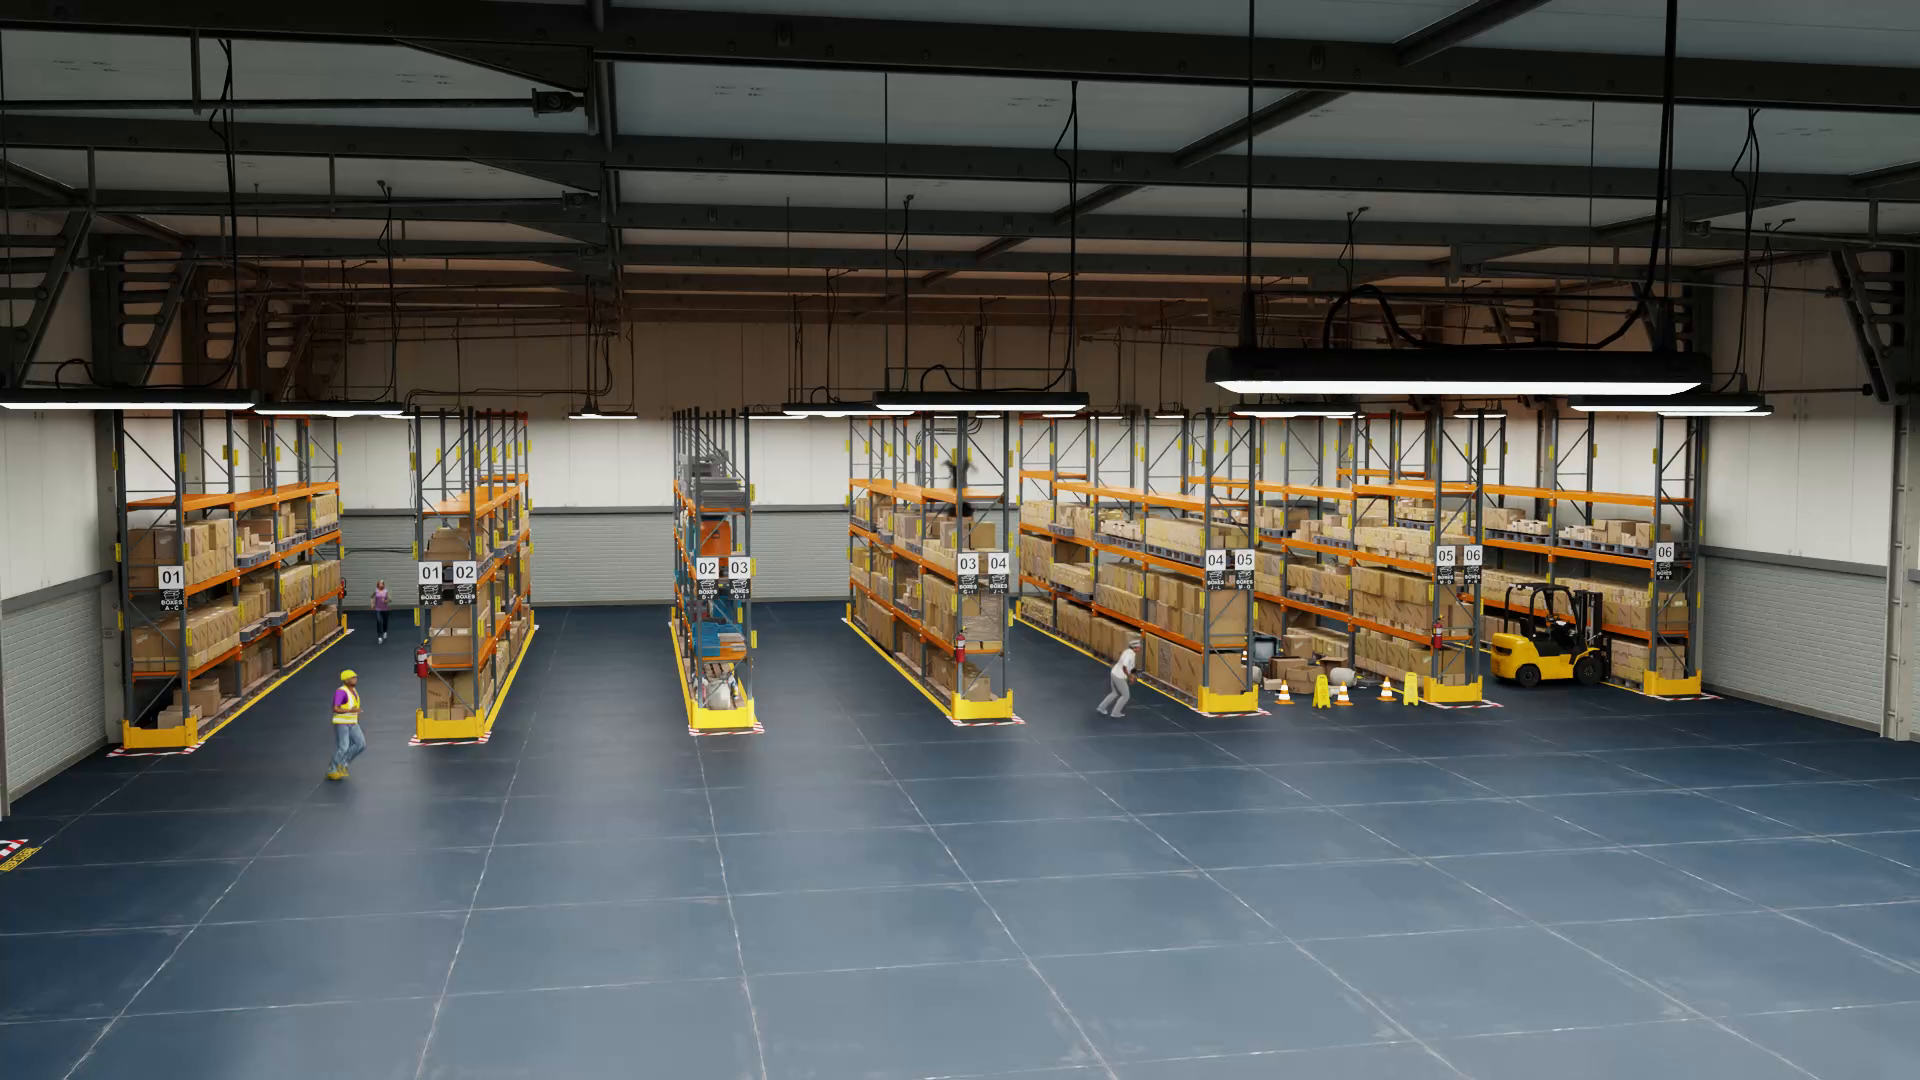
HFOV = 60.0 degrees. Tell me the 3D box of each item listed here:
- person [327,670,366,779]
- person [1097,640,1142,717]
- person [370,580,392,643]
[{"bbox_3d":[-9.805,2.962,26.717,0.662,1.745,0.692,1,4,14],"label":"person"},{"bbox_3d":[3.093,2.676,32.223,0.836,1.522,0.597,0,4,-2],"label":"person"},{"bbox_3d":[-15.015,1.835,43.140,0.541,1.592,0.888,-1,4,-20],"label":"person"}]
